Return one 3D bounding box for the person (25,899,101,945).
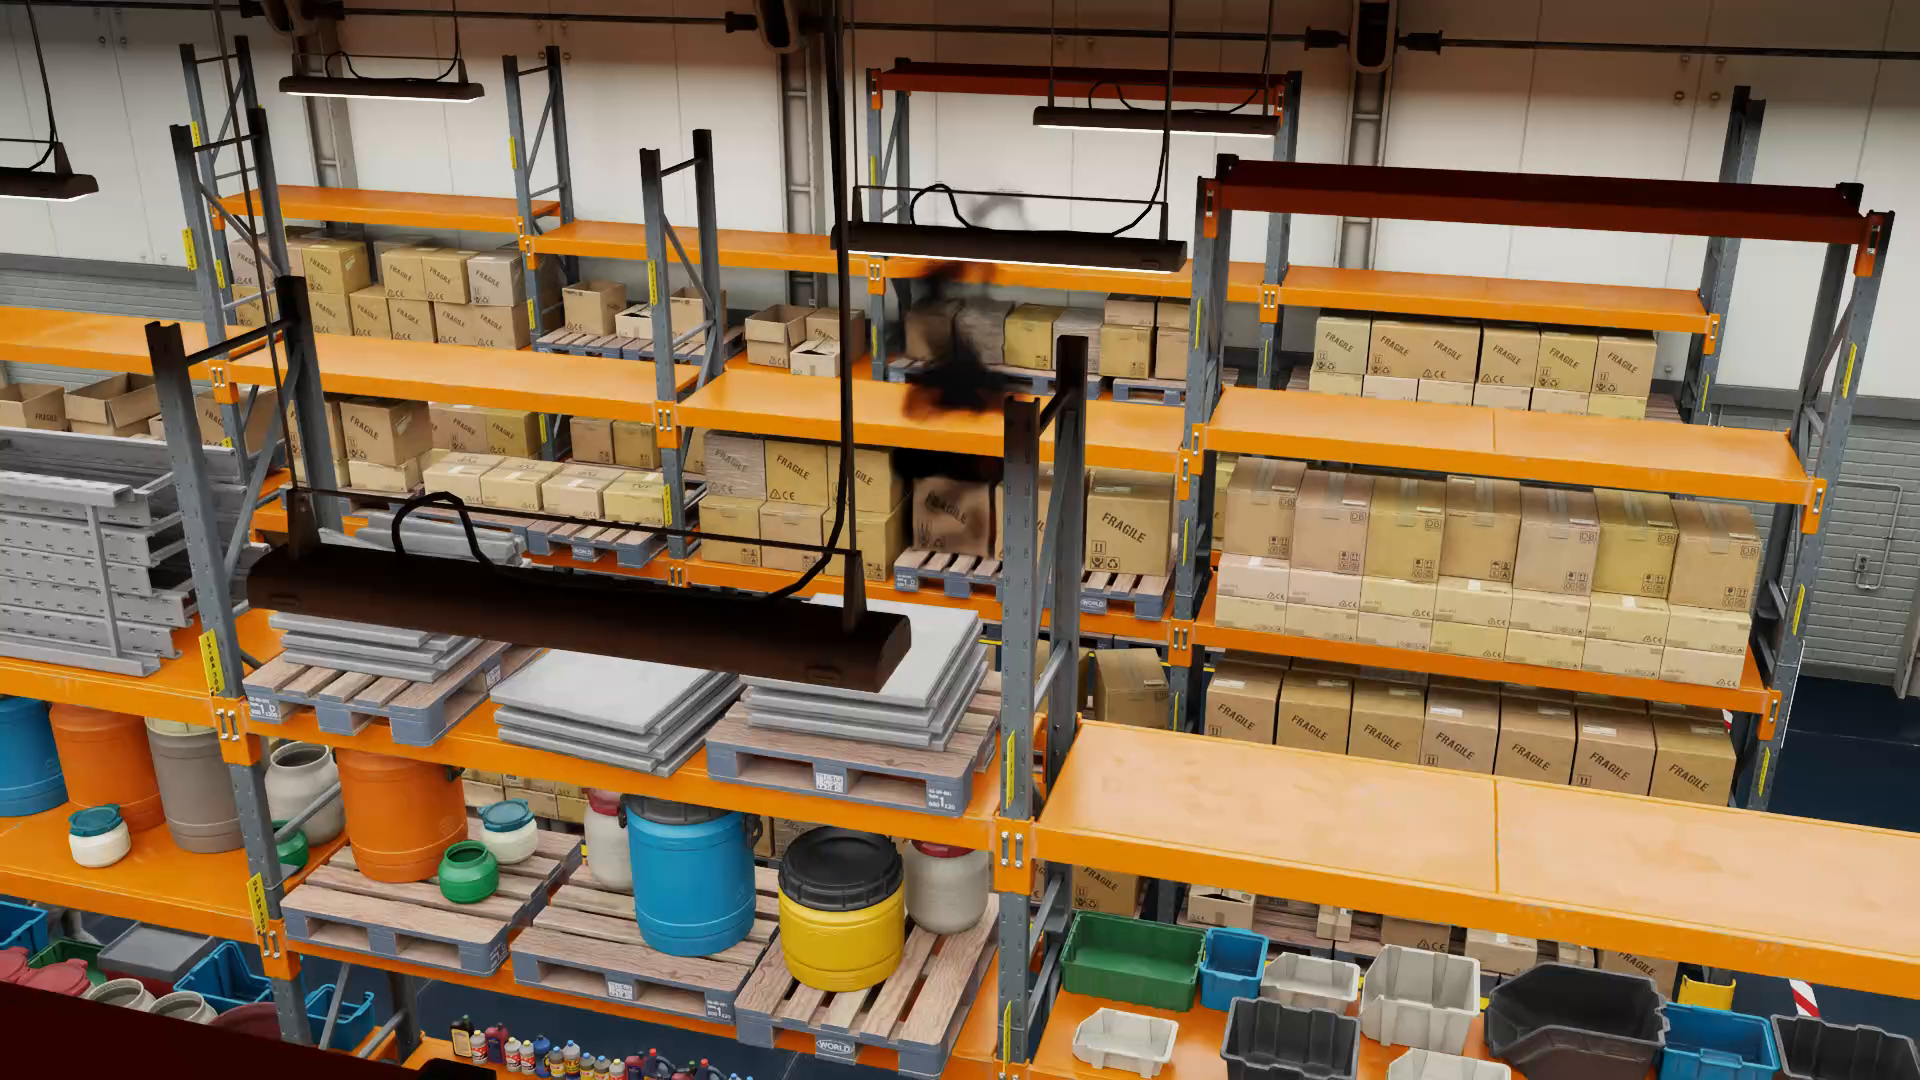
[{"bbox_3d":[-6.625,2.689,12.212,0.758,1.634,0.557,6,23,13],"label":"person"}]
